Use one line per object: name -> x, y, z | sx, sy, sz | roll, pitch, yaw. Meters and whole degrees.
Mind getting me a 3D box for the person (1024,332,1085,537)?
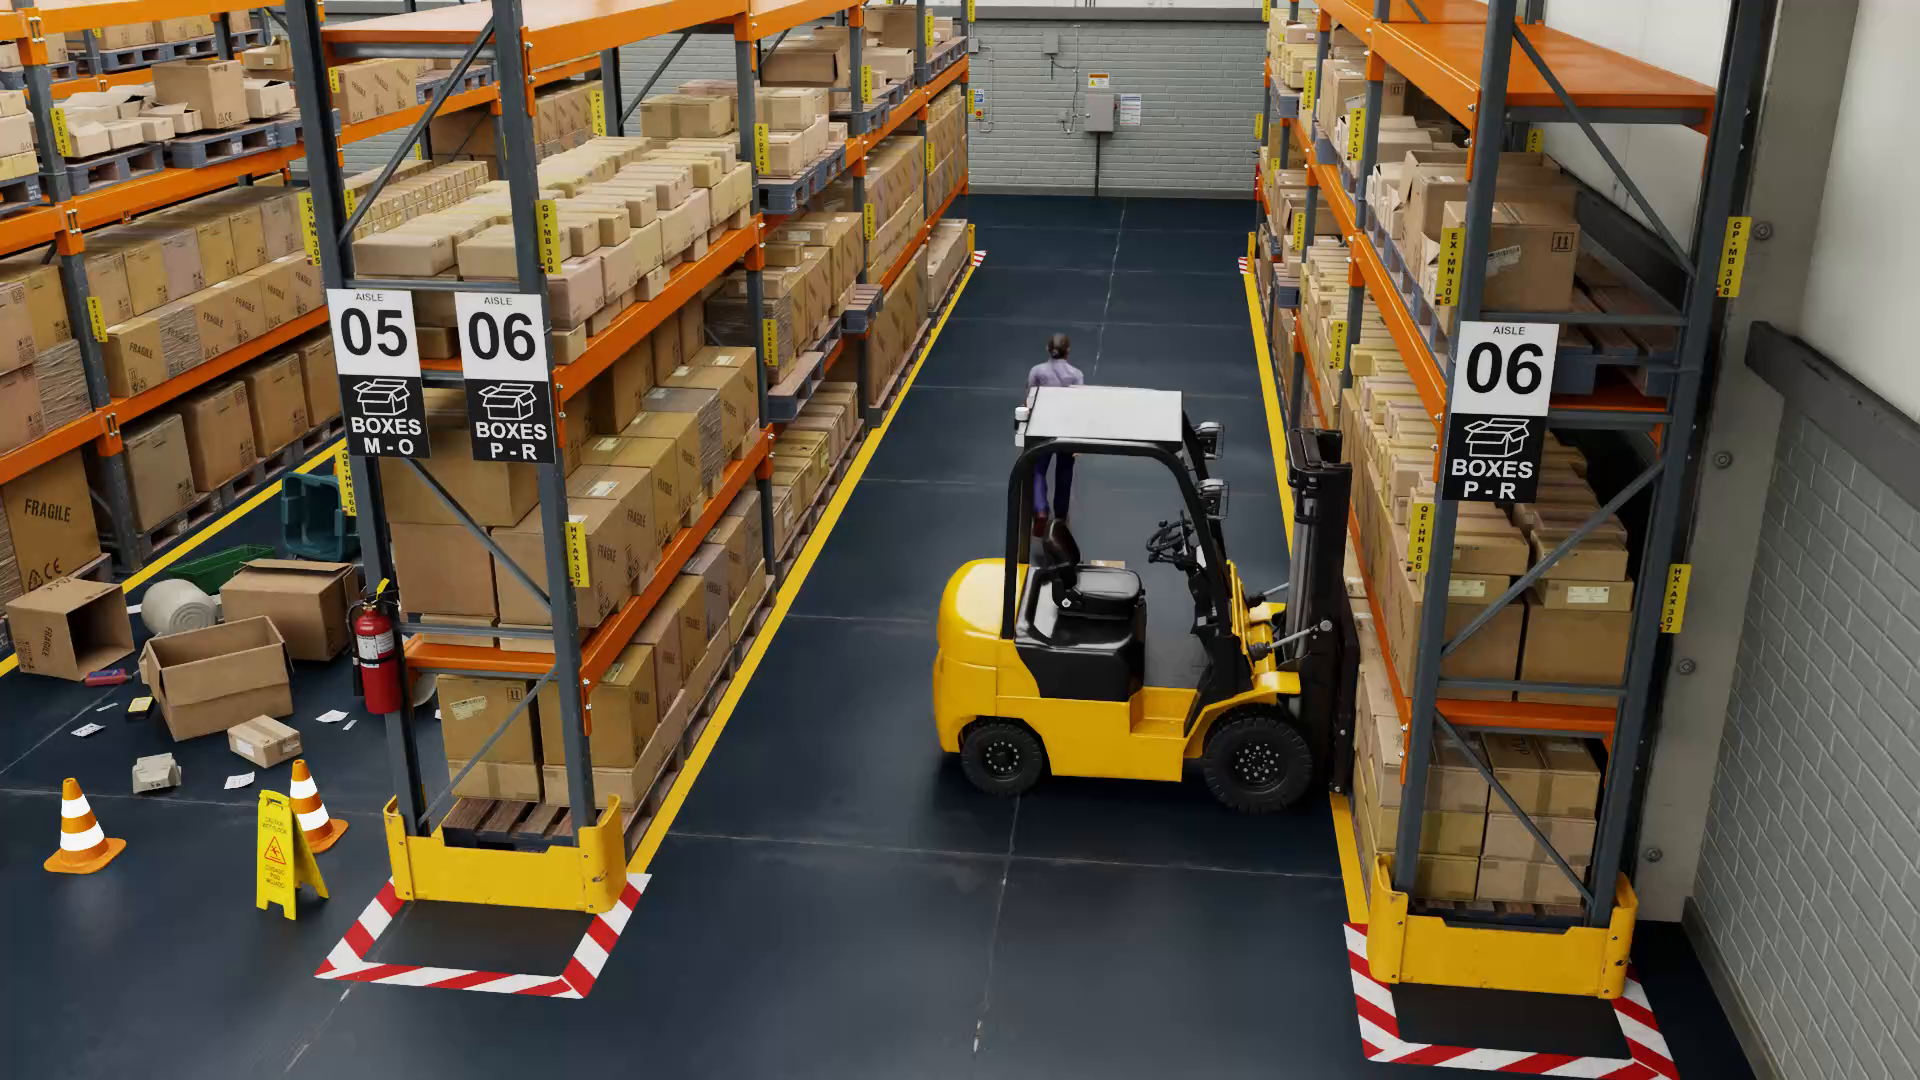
person -> 0.752, -0.851, 13.257 | 0.479, 1.603, 0.880 | 0, 21, -1
